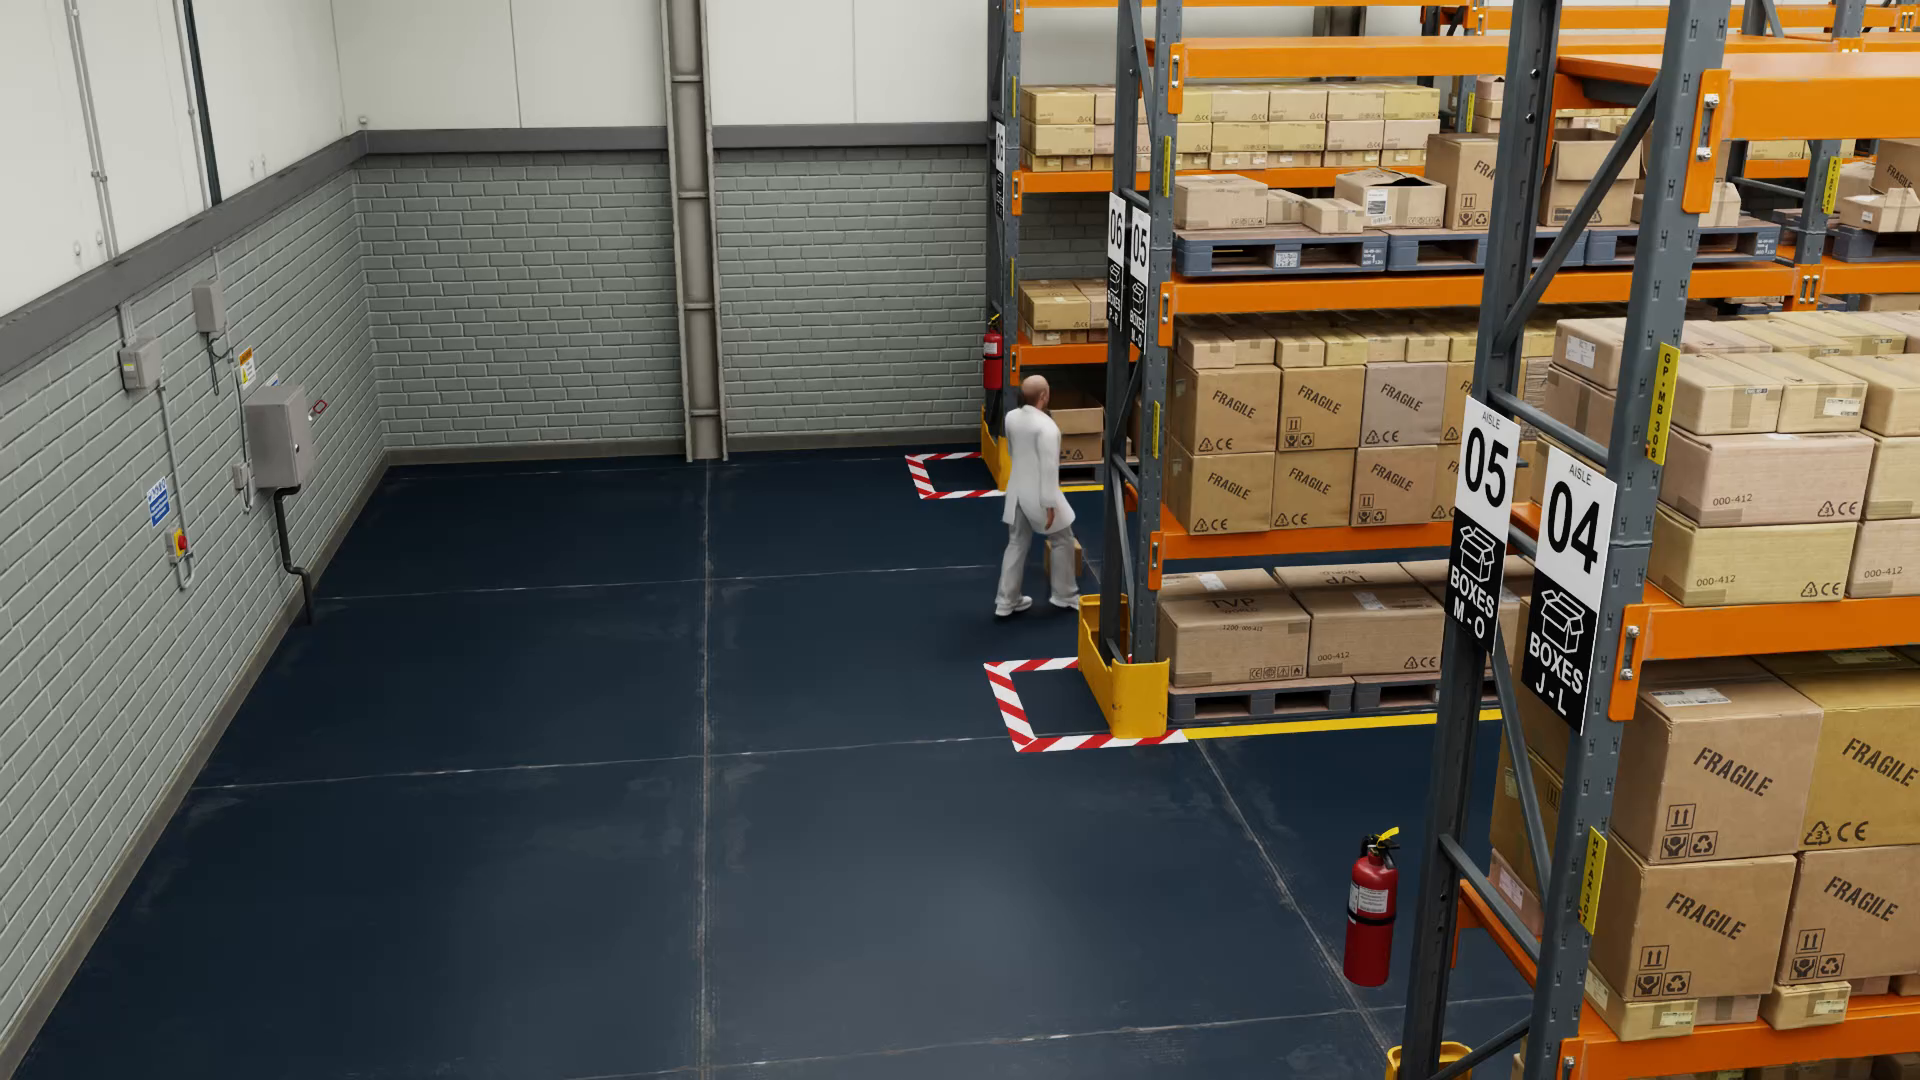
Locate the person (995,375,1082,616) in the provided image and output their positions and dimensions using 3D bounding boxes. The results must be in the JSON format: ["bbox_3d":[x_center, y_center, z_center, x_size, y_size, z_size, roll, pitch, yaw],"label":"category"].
[{"bbox_3d":[0.579,-0.322,11.997,0.783,1.798,0.669,-16,25,-37],"label":"person"}]
